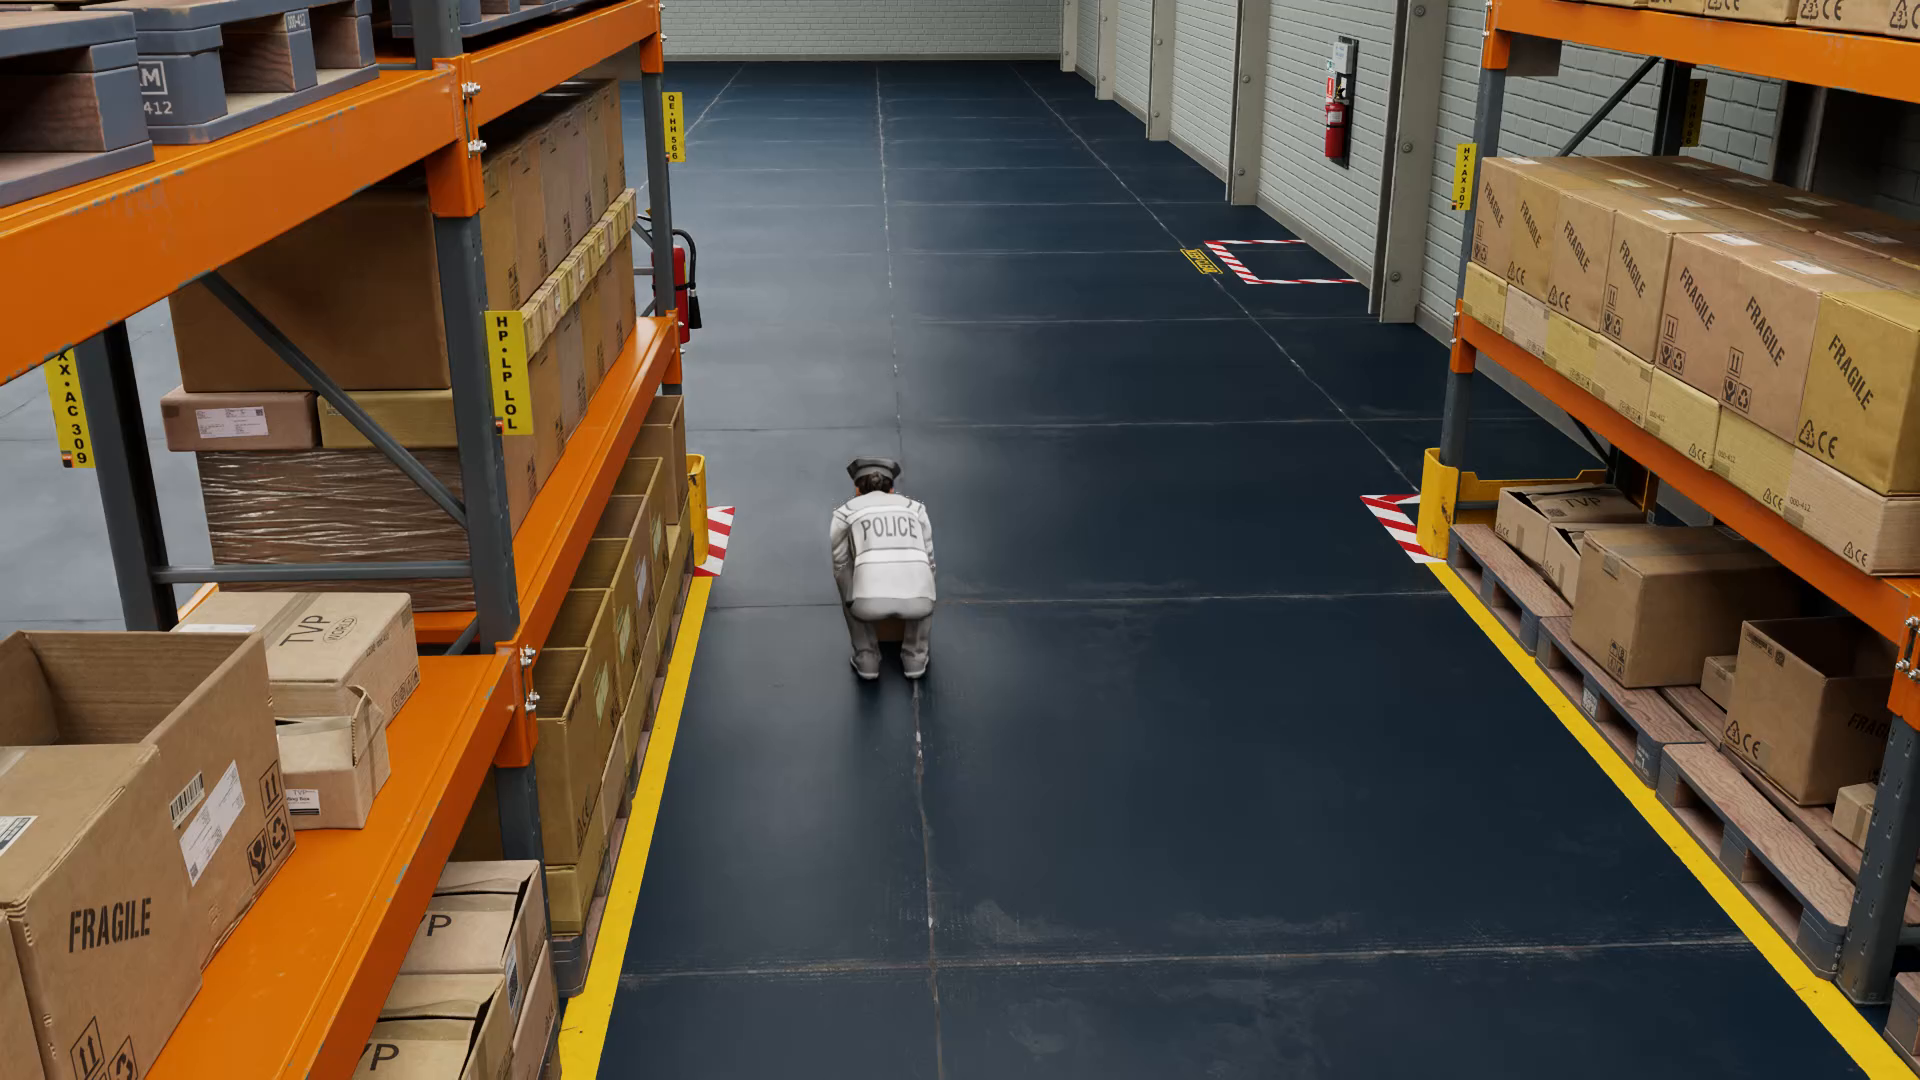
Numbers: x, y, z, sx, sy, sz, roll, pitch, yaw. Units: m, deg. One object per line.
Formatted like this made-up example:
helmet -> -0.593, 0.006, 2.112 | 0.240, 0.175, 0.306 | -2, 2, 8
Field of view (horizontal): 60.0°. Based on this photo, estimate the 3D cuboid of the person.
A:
person -> -0.333, 0.132, 7.346 | 0.471, 0.886, 0.856 | -1, 21, -3
